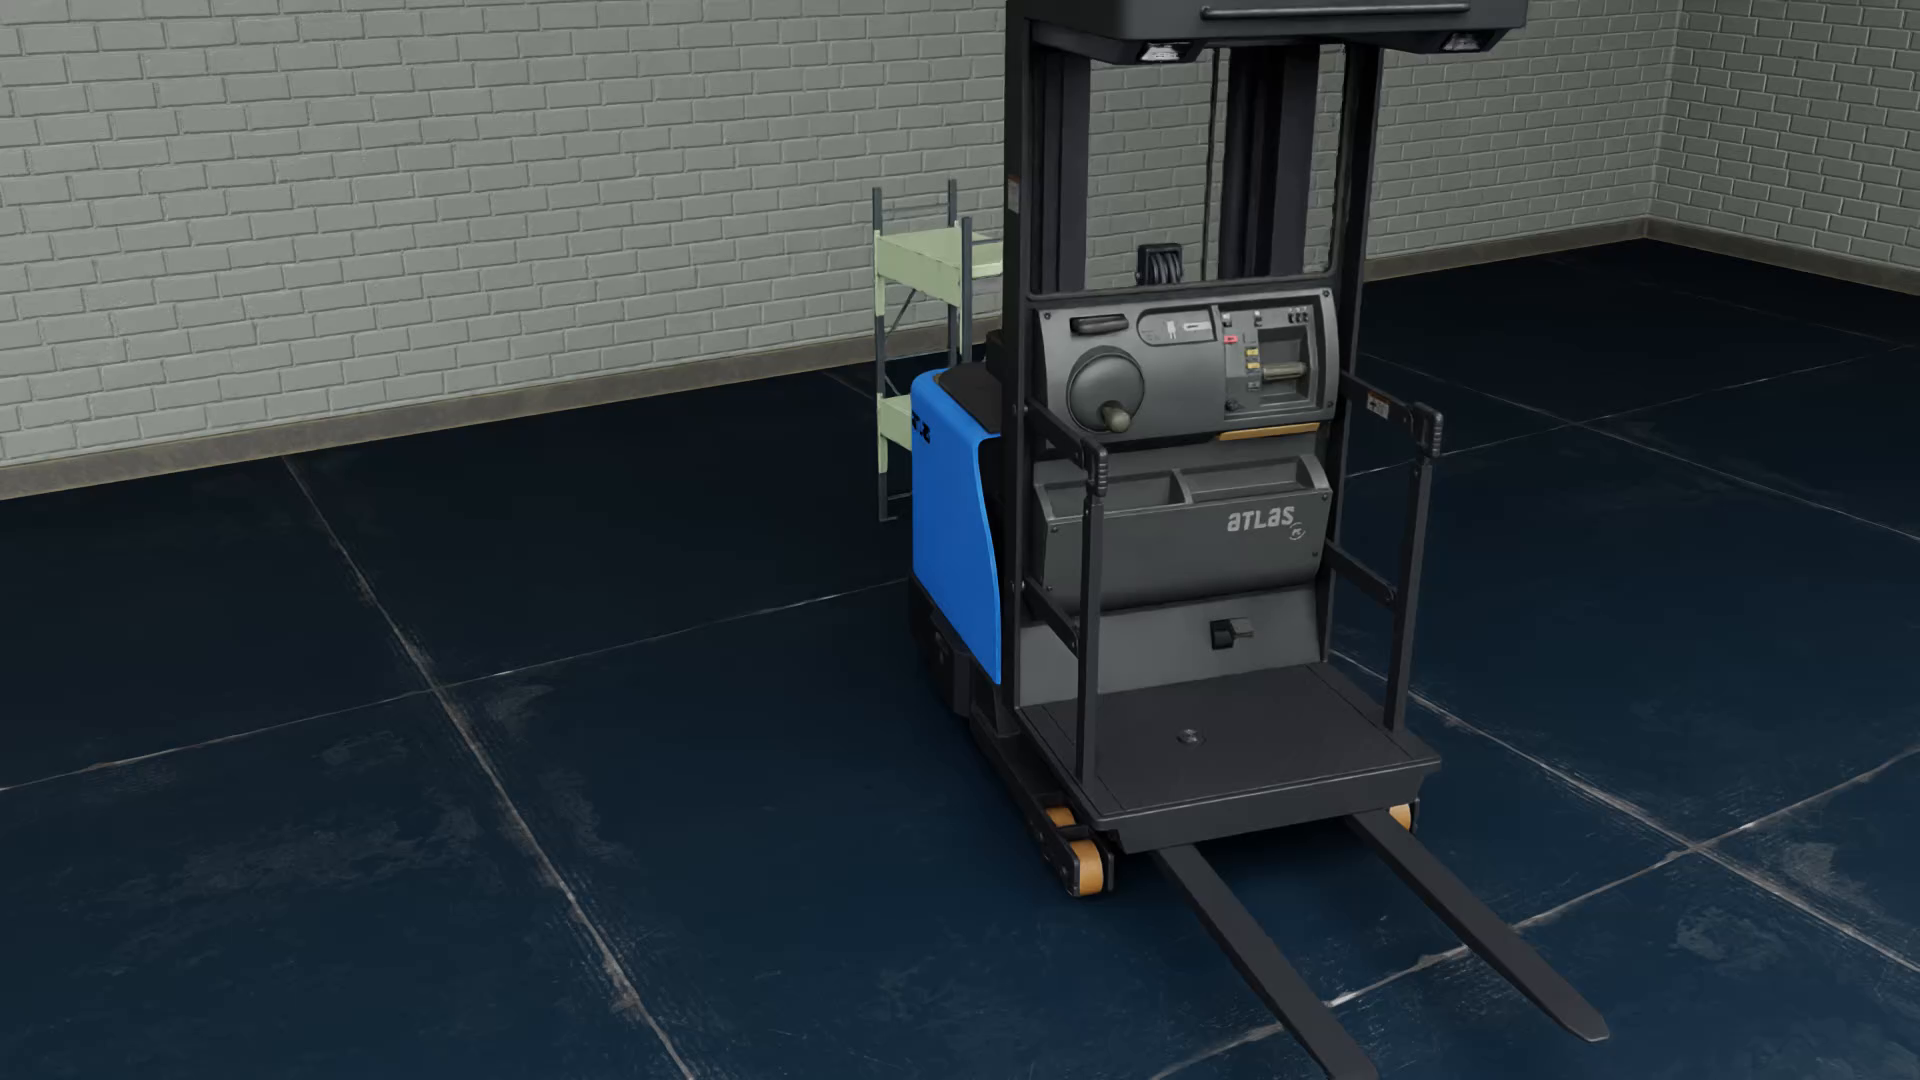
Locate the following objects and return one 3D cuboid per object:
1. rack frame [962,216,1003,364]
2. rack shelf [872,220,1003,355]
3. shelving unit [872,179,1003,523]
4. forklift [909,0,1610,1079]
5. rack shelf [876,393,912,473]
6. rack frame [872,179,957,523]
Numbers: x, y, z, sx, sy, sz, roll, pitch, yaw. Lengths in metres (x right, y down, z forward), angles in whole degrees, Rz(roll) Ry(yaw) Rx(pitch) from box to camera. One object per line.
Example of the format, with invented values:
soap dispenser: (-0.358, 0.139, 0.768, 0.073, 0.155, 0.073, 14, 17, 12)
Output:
rack frame: (0.184, -0.578, 6.743, 0.400, 1.500, 0.023, -13, 25, -28)
rack shelf: (-0.003, -1.058, 6.887, 0.431, 0.370, 0.720, -13, 25, -28)
shelving unit: (-0.003, -0.697, 7.034, 0.431, 1.500, 0.755, -13, 25, -28)
forklift: (0.741, -0.499, 4.647, 1.130, 2.935, 3.031, -7, 23, -16)
rack shelf: (-0.003, -0.395, 7.157, 0.431, 0.370, 0.720, -13, 25, -28)
rack frame: (-0.190, -0.815, 7.326, 0.400, 1.500, 0.023, -13, 25, -28)
